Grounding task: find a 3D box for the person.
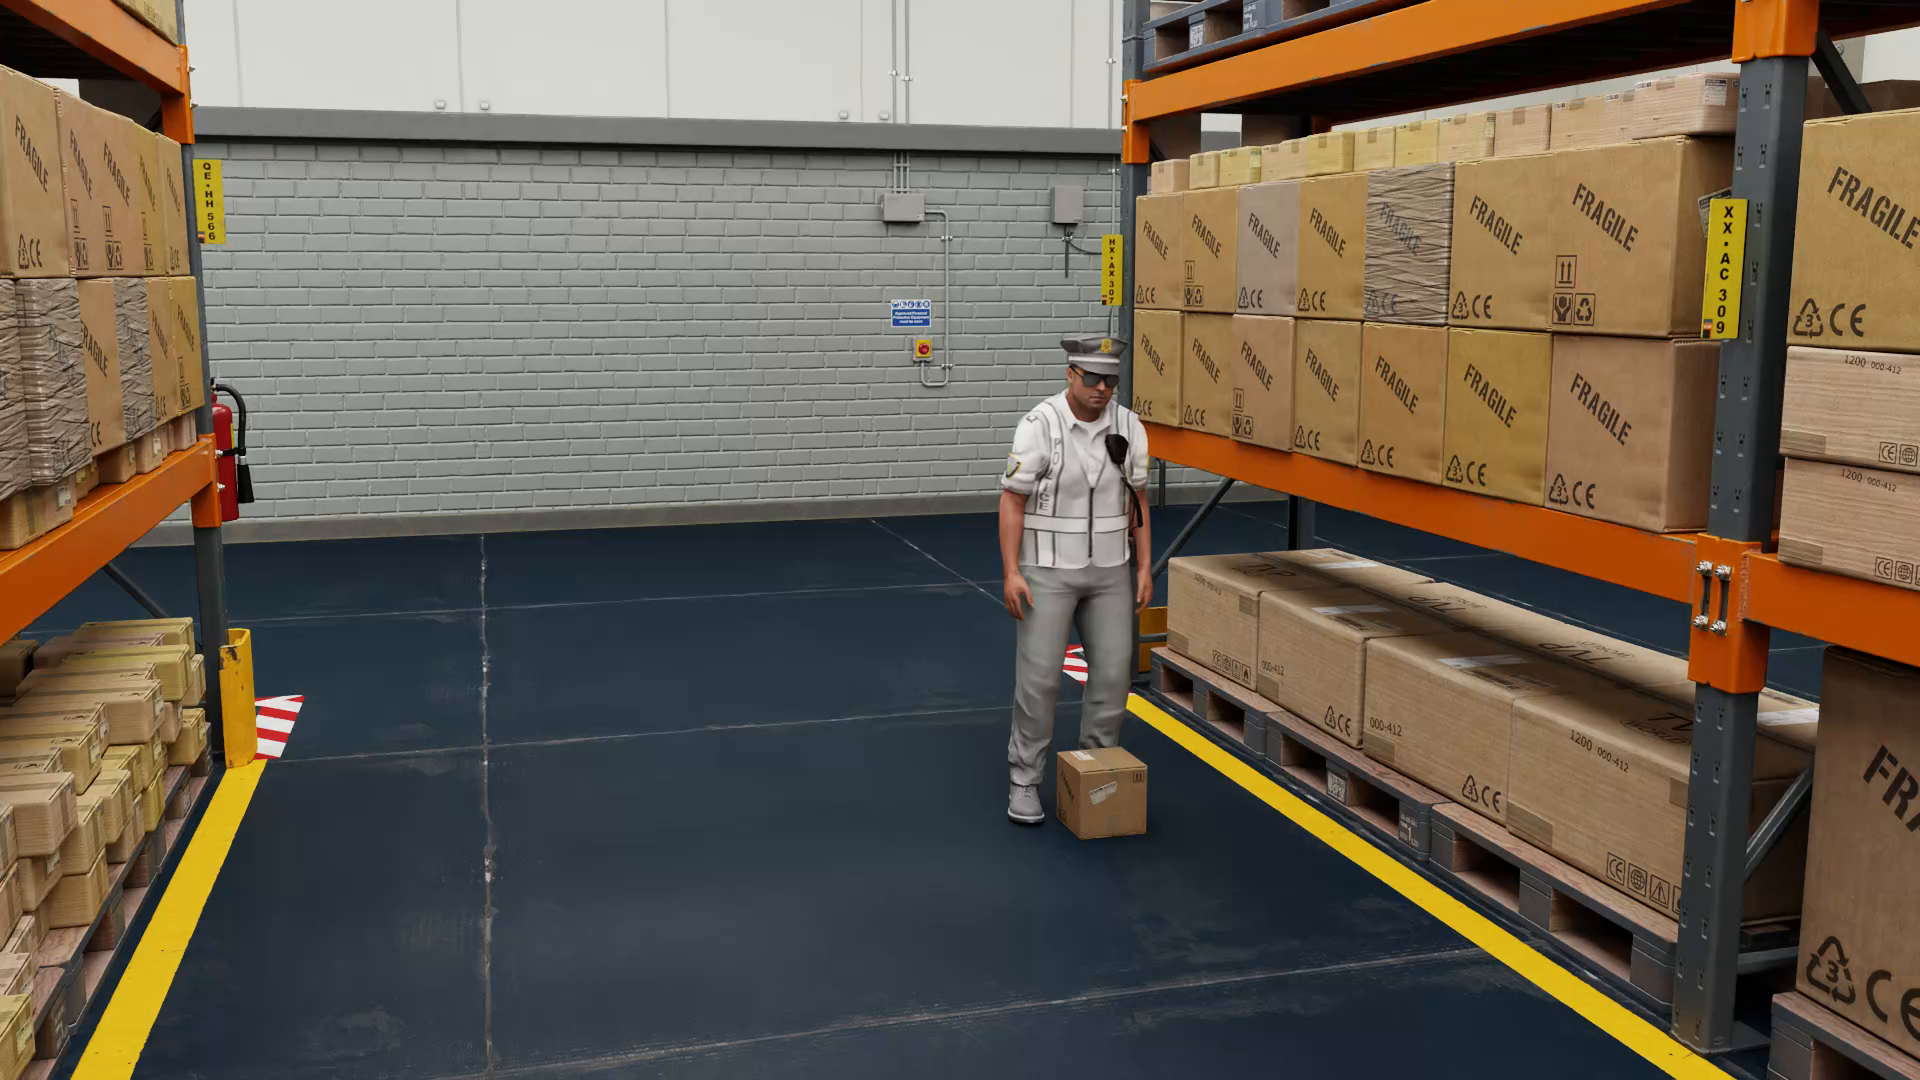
[{"bbox_3d":[0.425,0.122,6.092,0.590,1.748,0.435,-3,10,-17],"label":"person"}]
